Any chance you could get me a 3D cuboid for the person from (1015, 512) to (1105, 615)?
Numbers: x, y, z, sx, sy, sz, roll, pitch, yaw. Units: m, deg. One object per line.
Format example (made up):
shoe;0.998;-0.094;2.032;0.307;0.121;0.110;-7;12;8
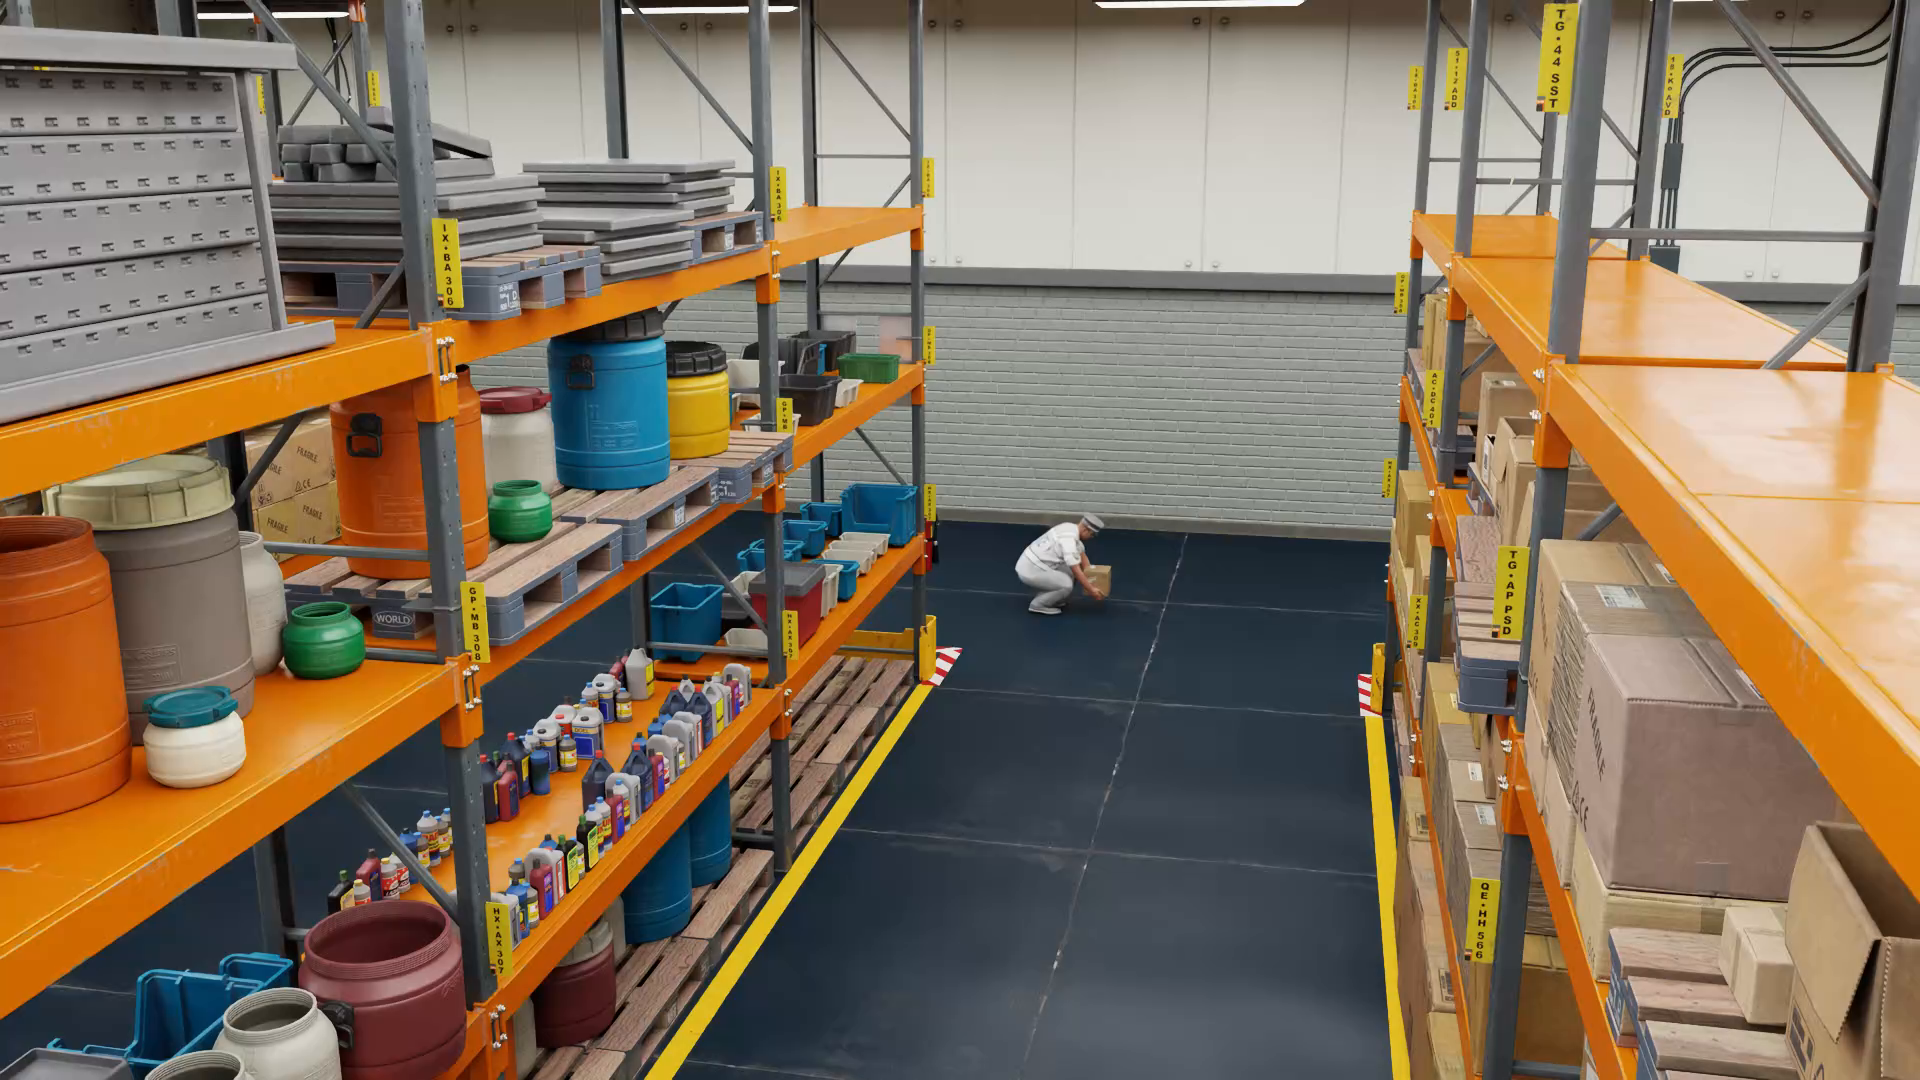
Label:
person;1.018;0.219;16.657;0.906;1.009;0.558;3;15;11
